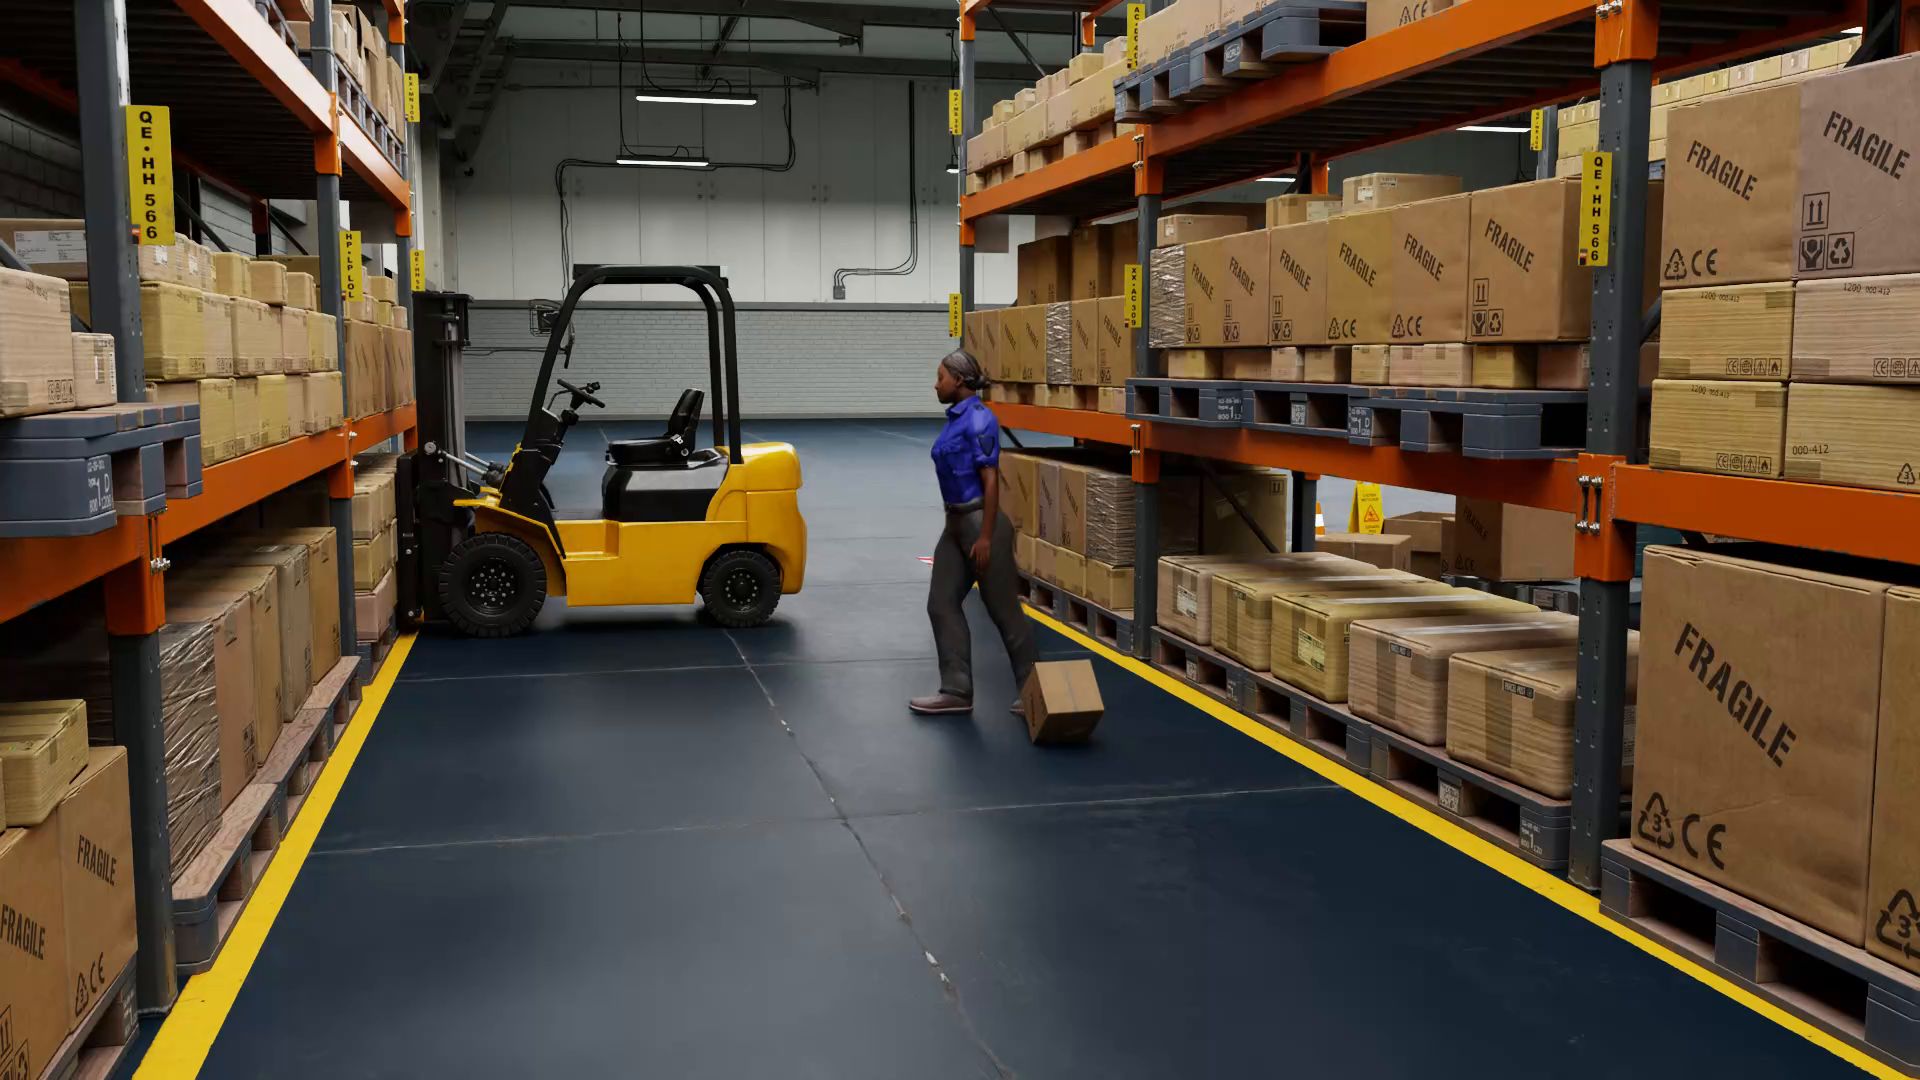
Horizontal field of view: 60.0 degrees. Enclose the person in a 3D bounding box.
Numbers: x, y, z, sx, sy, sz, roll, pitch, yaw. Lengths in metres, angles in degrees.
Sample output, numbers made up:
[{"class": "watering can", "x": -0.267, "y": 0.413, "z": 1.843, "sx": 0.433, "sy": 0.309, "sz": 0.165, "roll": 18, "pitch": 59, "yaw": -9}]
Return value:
[{"class": "person", "x": 0.093, "y": -0.030, "z": 7.483, "sx": 0.588, "sy": 1.641, "sz": 0.510, "roll": -3, "pitch": 7, "yaw": -22}]
